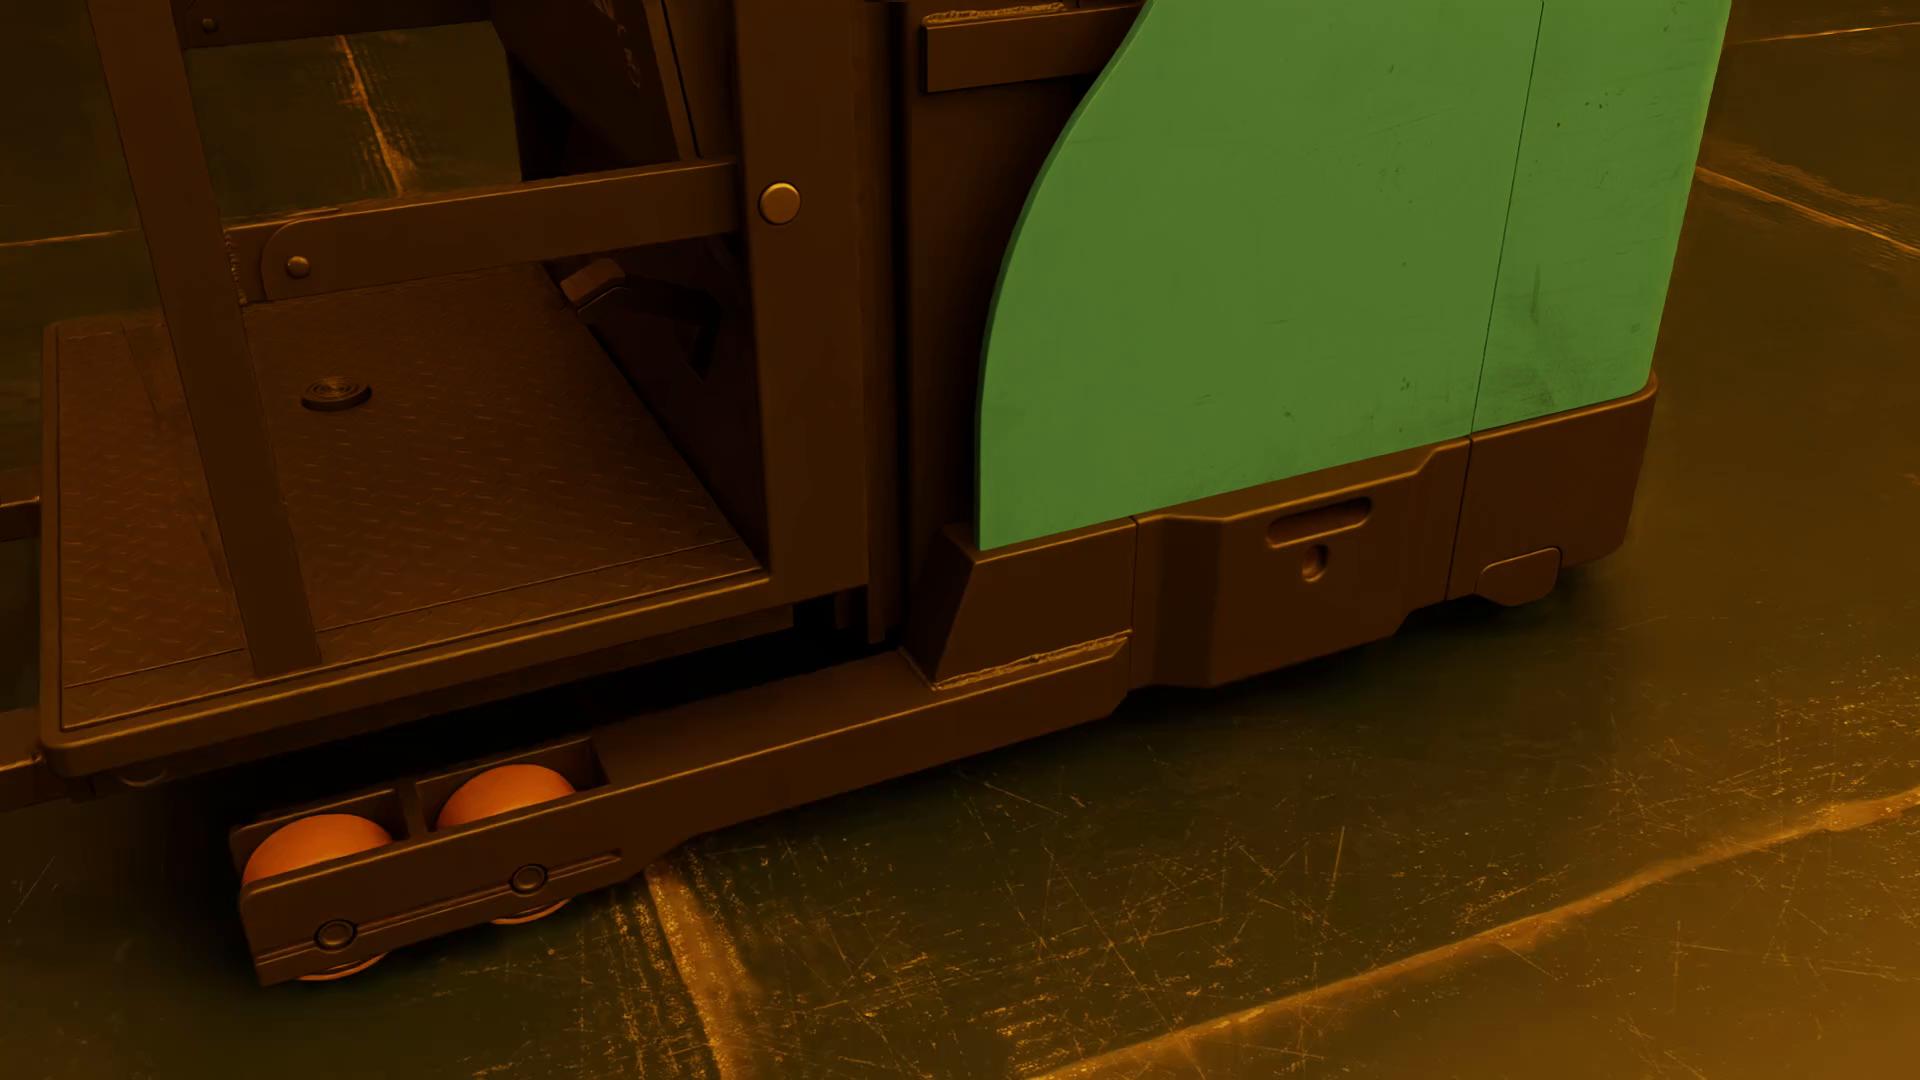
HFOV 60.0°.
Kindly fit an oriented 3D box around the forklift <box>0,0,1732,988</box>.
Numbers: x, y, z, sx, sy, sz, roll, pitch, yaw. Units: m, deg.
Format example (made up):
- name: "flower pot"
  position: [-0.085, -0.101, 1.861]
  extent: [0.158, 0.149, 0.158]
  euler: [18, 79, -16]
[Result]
- name: "forklift"
  position: [-0.607, -1.121, 1.507]
  extent: [3.031, 2.935, 1.130]
  euler: [-13, 32, -22]
